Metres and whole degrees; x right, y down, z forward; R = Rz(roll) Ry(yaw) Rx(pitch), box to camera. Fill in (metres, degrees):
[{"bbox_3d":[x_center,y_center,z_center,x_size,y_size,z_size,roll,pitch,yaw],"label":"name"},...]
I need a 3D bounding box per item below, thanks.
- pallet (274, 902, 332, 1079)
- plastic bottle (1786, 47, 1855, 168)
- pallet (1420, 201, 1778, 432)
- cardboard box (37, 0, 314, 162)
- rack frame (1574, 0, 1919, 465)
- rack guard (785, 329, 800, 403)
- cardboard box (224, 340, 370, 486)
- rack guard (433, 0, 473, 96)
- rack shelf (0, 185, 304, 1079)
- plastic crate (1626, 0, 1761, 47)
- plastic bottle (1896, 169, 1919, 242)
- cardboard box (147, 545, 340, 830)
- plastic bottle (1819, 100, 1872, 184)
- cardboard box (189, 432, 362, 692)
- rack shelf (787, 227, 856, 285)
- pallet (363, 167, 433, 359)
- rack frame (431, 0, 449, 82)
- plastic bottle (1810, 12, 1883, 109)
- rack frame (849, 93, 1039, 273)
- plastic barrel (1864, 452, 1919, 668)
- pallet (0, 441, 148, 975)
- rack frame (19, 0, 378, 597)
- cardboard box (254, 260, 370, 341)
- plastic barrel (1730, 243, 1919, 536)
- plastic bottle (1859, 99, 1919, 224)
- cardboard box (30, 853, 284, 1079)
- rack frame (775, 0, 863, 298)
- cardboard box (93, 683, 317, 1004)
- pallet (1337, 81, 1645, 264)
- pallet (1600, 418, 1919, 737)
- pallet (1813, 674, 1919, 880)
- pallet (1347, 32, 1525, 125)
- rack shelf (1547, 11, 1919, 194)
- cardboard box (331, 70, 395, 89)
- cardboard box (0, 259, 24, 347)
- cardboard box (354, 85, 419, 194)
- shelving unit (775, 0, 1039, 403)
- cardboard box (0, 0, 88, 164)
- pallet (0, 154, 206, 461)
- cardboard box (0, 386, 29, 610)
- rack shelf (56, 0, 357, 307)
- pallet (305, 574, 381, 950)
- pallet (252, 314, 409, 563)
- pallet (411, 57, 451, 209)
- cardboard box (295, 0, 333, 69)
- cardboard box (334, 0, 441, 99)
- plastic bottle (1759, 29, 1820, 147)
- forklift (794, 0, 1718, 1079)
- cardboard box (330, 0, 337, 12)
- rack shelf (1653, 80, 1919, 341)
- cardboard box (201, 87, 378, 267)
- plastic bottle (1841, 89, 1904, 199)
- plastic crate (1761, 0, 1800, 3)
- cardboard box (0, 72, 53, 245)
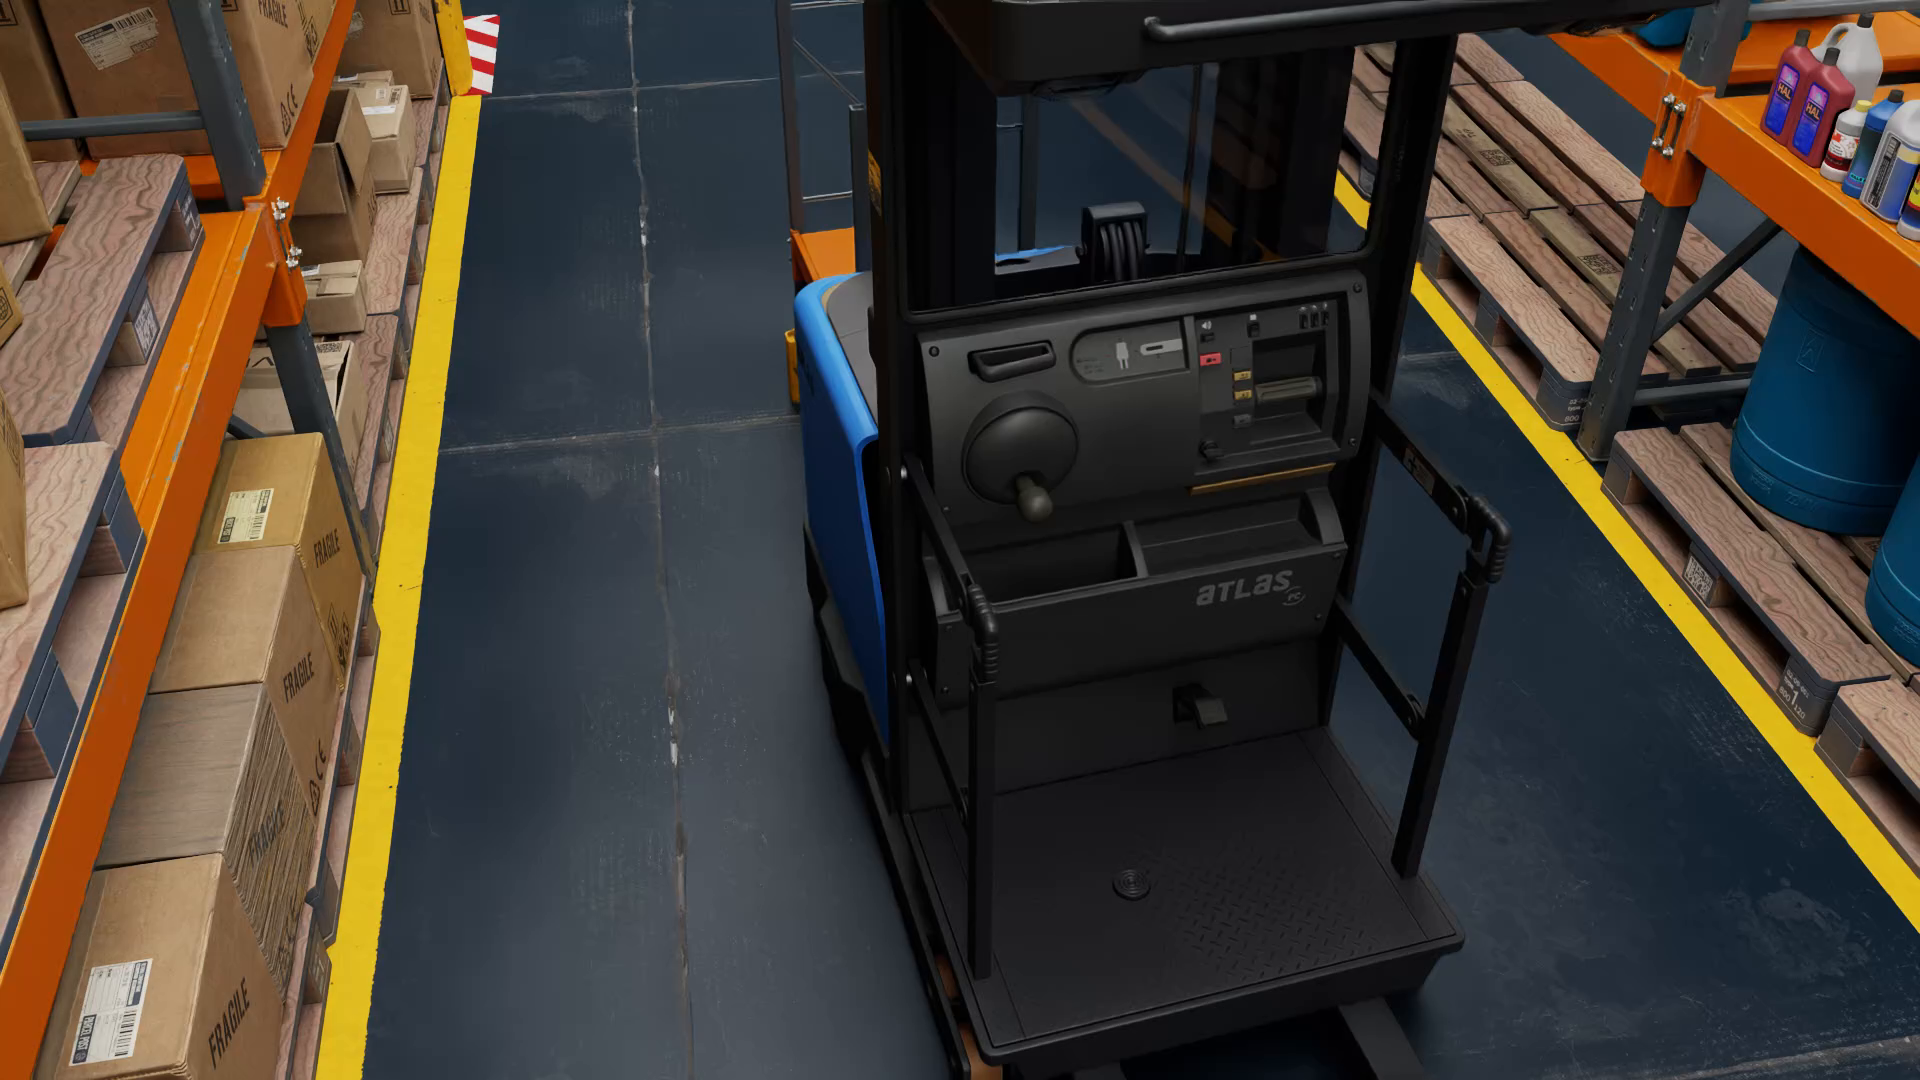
[{"bbox_3d":[-1.881,1.329,3.368,1.003,0.211,1.213,-6,38,-8],"label":"pallet"},{"bbox_3d":[2.267,-1.135,4.361,0.061,0.283,0.133,-6,38,-8],"label":"plastic bottle"},{"bbox_3d":[2.432,-0.868,6.195,1.003,0.211,1.213,-6,38,-8],"label":"pallet"},{"bbox_3d":[-2.099,-1.375,4.493,0.500,0.500,0.500,-5,38,-7],"label":"cardboard box"},{"bbox_3d":[2.599,-1.529,4.773,1.000,3.000,0.127,-6,38,-8],"label":"rack frame"},{"bbox_3d":[-0.318,-0.651,5.885,0.587,0.250,0.087,-10,39,-13],"label":"rack guard"},{"bbox_3d":[-2.138,-0.387,5.136,0.500,0.311,0.500,-6,38,-8],"label":"cardboard box"},{"bbox_3d":[-2.966,-2.381,7.908,1.175,0.500,0.348,-6,38,-8],"label":"rack guard"},{"bbox_3d":[-1.927,0.494,2.756,1.077,0.370,4.000,-6,38,-8],"label":"rack shelf"},{"bbox_3d":[2.182,-1.791,5.075,0.392,0.384,0.575,-6,38,-8],"label":"plastic crate"},{"bbox_3d":[2.363,-0.863,4.021,0.097,0.271,0.097,0,38,0],"label":"plastic bottle"},{"bbox_3d":[-1.831,0.382,3.992,0.500,0.500,0.500,-6,38,-8],"label":"cardboard box"},{"bbox_3d":[2.305,-1.035,4.299,0.097,0.201,0.097,0,38,0],"label":"plastic bottle"},{"bbox_3d":[-1.909,0.082,4.378,0.500,0.500,0.500,-6,38,-8],"label":"cardboard box"},{"bbox_3d":[-0.179,-0.704,5.227,0.538,0.185,1.000,-10,39,-13],"label":"rack shelf"},{"bbox_3d":[-2.615,-1.050,6.430,1.003,0.211,1.213,-6,38,-8],"label":"pallet"},{"bbox_3d":[-2.979,-3.414,7.200,1.000,3.000,0.127,-6,38,-8],"label":"rack frame"},{"bbox_3d":[2.349,-1.237,4.438,0.144,0.351,0.185,-6,38,-8],"label":"plastic bottle"},{"bbox_3d":[-0.039,-0.546,4.730,0.500,1.500,0.032,-10,39,-13],"label":"rack frame"},{"bbox_3d":[2.802,-0.108,4.312,0.600,0.901,0.708,-6,38,-8],"label":"plastic barrel"},{"bbox_3d":[-1.922,0.319,2.550,1.003,0.211,1.213,-6,38,-8],"label":"pallet"},{"bbox_3d":[-2.278,-0.998,4.090,1.000,3.000,0.127,-6,38,-8],"label":"rack frame"},{"bbox_3d":[-2.300,-0.851,5.852,0.380,0.166,0.250,-6,38,-8],"label":"cardboard box"},{"bbox_3d":[2.678,-0.536,4.862,0.600,0.901,0.708,-6,38,-8],"label":"plastic barrel"},{"bbox_3d":[2.370,-0.938,4.114,0.152,0.276,0.135,-6,38,-8],"label":"plastic bottle"},{"bbox_3d":[-1.652,0.992,3.207,0.500,0.500,0.500,-7,38,-9],"label":"cardboard box"},{"bbox_3d":[-0.318,-1.146,5.502,0.500,1.500,0.032,-10,39,-13],"label":"rack frame"},{"bbox_3d":[-1.743,0.685,3.603,0.500,0.500,0.500,-6,38,-7],"label":"cardboard box"},{"bbox_3d":[2.215,-1.606,7.145,1.003,0.211,1.213,-6,38,-8],"label":"pallet"},{"bbox_3d":[2.694,0.043,5.023,1.003,0.211,1.213,-6,38,-8],"label":"pallet"},{"bbox_3d":[2.911,0.781,4.072,1.003,0.211,1.213,-6,38,-8],"label":"pallet"},{"bbox_3d":[2.005,-2.341,8.092,1.003,0.211,1.213,-6,38,-8],"label":"pallet"},{"bbox_3d":[2.249,-2.453,6.549,1.077,0.370,4.000,-6,38,-8],"label":"rack shelf"},{"bbox_3d":[-2.659,-1.913,7.218,0.380,0.166,0.250,-6,38,-8],"label":"cardboard box"},{"bbox_3d":[-2.232,-0.485,3.005,0.700,0.500,0.500,-1,38,-1],"label":"cardboard box"},{"bbox_3d":[-2.504,-1.623,6.777,0.500,0.250,0.500,-6,38,-8],"label":"cardboard box"},{"bbox_3d":[-0.181,-0.851,5.123,0.587,1.500,1.083,-10,39,-13],"label":"shelving unit"},{"bbox_3d":[-2.618,-1.312,4.412,0.500,0.500,0.500,-6,38,-7],"label":"cardboard box"},{"bbox_3d":[-2.245,-0.428,3.513,1.003,0.211,1.213,-6,38,-8],"label":"pallet"},{"bbox_3d":[-1.907,-0.143,2.565,0.700,0.500,0.500,-16,41,-19],"label":"cardboard box"},{"bbox_3d":[-2.628,-1.922,5.866,1.077,0.370,4.000,-6,38,-8],"label":"rack shelf"},{"bbox_3d":[-2.098,0.590,4.318,1.003,0.211,1.213,-6,38,-8],"label":"pallet"},{"bbox_3d":[-2.397,-0.312,5.480,1.003,0.211,1.213,-6,38,-8],"label":"pallet"},{"bbox_3d":[-2.825,-1.786,7.377,1.003,0.211,1.213,-6,38,-8],"label":"pallet"},{"bbox_3d":[-2.192,-1.684,4.891,0.500,0.500,0.500,-6,38,-7],"label":"cardboard box"},{"bbox_3d":[-2.641,-2.299,7.443,0.500,0.500,0.500,-6,38,-8],"label":"cardboard box"},{"bbox_3d":[2.244,-1.215,4.465,0.061,0.283,0.133,-6,38,-8],"label":"plastic bottle"},{"bbox_3d":[0.441,-0.209,3.130,1.130,2.935,3.031,-10,39,-13],"label":"forklift"},{"bbox_3d":[-2.277,-1.986,5.280,0.500,0.500,0.500,-6,38,-8],"label":"cardboard box"},{"bbox_3d":[2.950,-0.037,3.439,1.077,0.370,4.000,-6,38,-8],"label":"rack shelf"},{"bbox_3d":[-2.612,-1.320,6.181,0.797,0.503,0.637,-6,38,-8],"label":"cardboard box"},{"bbox_3d":[2.322,-1.004,4.202,0.097,0.271,0.097,0,38,0],"label":"plastic bottle"},{"bbox_3d":[2.659,-1.745,5.217,0.396,0.136,0.243,-6,38,-8],"label":"plastic crate"},{"bbox_3d":[-2.415,-0.893,3.531,0.700,0.500,0.500,-19,42,-23],"label":"cardboard box"}]
